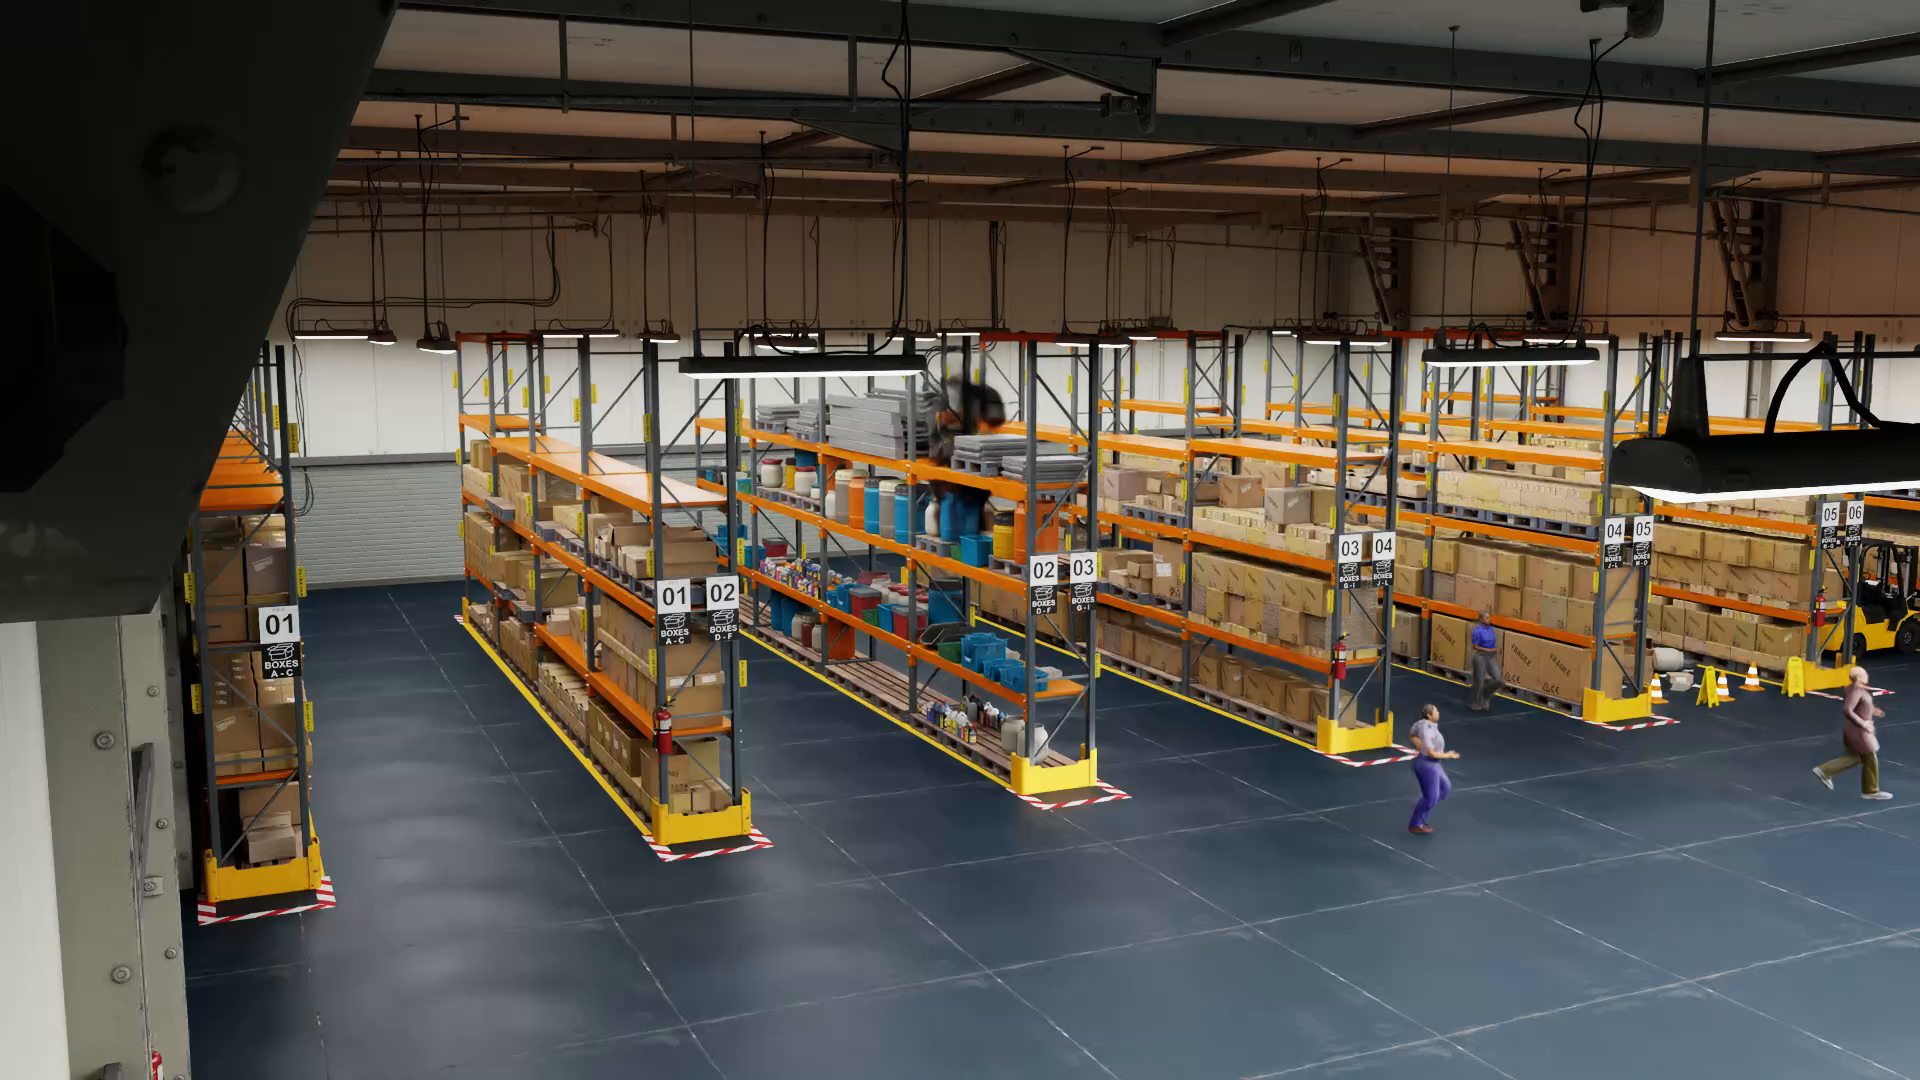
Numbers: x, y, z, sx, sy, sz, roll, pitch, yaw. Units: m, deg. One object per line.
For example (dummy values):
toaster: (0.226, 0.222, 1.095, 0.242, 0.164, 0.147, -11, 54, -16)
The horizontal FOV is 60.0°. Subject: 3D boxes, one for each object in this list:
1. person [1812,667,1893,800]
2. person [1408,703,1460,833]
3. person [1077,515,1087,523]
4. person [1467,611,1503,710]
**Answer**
person: (11.740, 2.522, 21.778, 0.965, 1.754, 0.707, 2, 8, 14)
person: (5.806, 2.790, 20.381, 0.583, 1.613, 0.632, 2, 8, 11)
person: (2.993, -0.183, 41.819, 0.859, 1.781, 0.715, -1, 8, -5)
person: (8.415, 1.939, 26.584, 0.549, 1.628, 0.649, -4, 9, -27)
